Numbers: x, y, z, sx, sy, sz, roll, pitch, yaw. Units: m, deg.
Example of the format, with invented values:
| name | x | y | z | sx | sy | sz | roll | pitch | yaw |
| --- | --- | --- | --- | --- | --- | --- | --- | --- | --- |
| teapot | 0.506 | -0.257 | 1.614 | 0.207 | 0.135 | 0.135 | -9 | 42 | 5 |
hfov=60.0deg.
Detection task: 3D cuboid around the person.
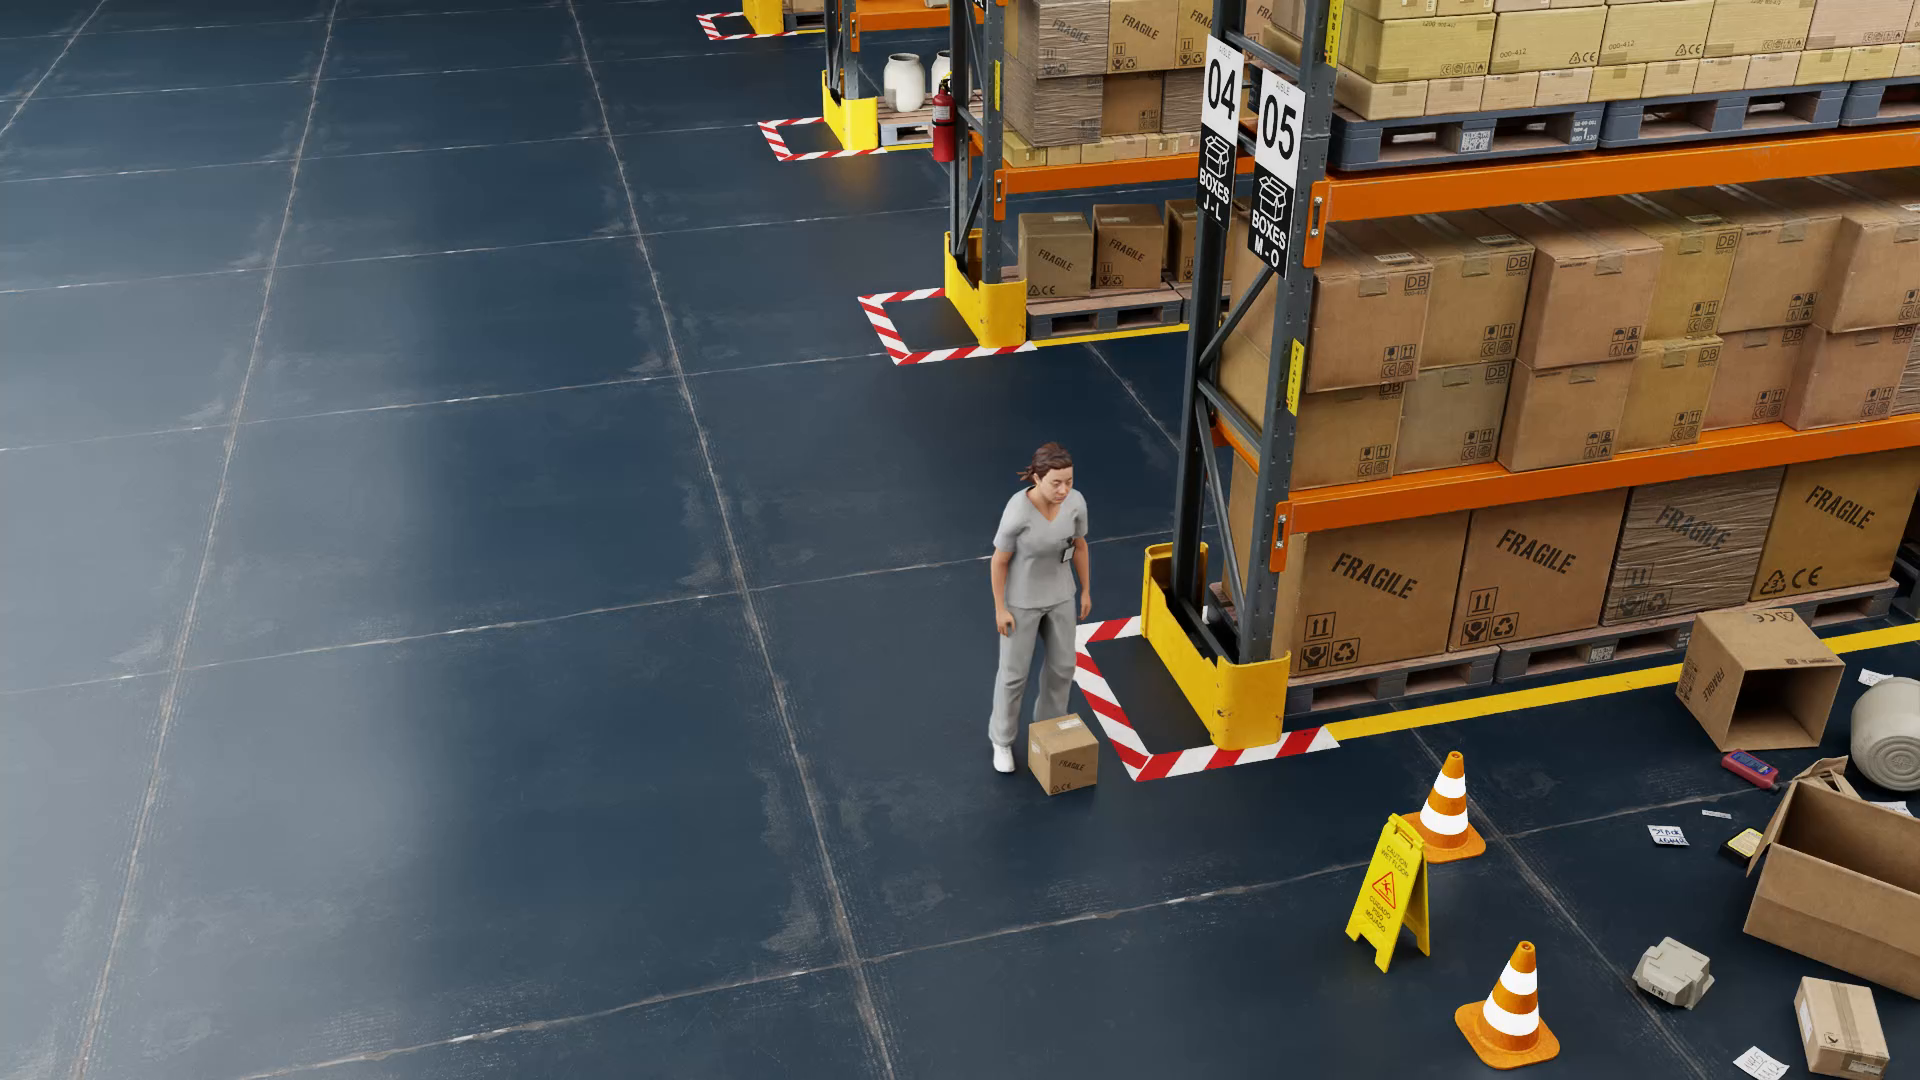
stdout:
| name | x | y | z | sx | sy | sz | roll | pitch | yaw |
| --- | --- | --- | --- | --- | --- | --- | --- | --- | --- |
| person | 0.370 | 0.289 | 7.741 | 0.512 | 1.673 | 0.353 | -12 | 32 | -19 |
